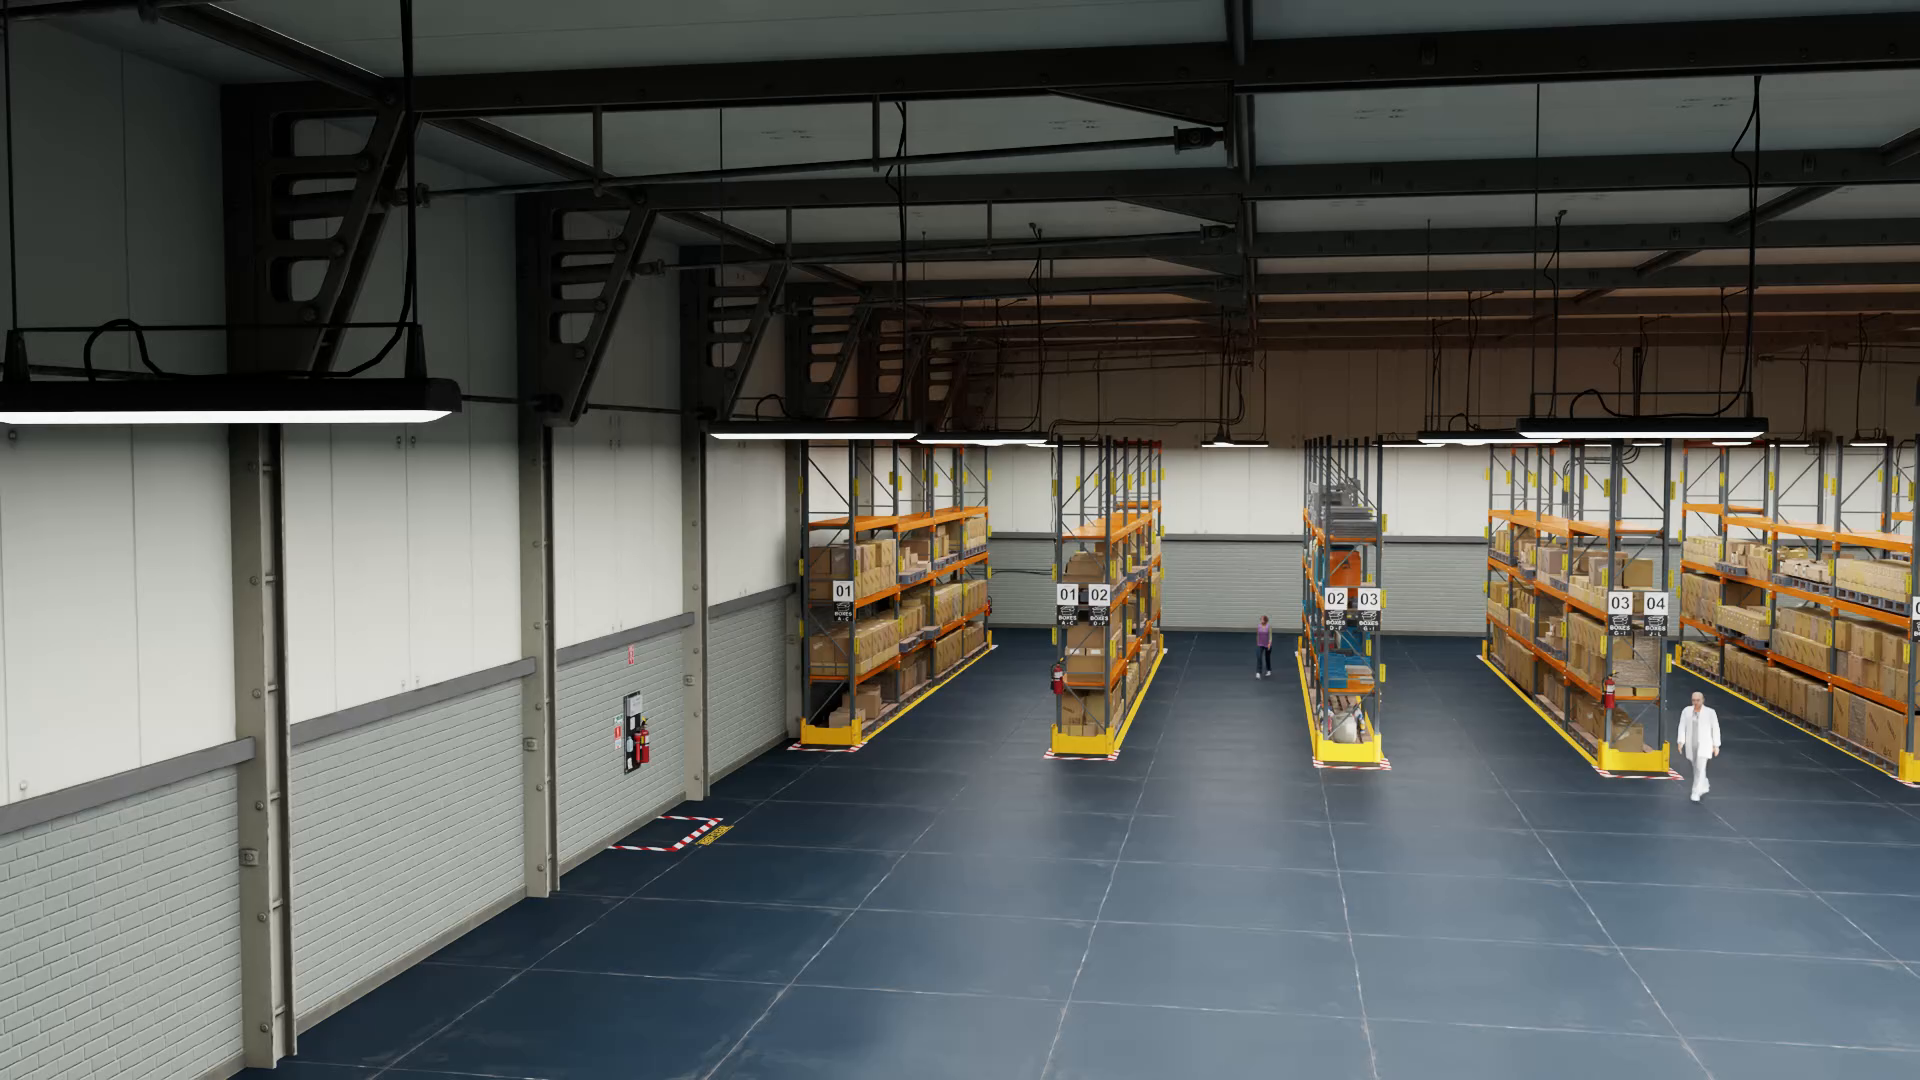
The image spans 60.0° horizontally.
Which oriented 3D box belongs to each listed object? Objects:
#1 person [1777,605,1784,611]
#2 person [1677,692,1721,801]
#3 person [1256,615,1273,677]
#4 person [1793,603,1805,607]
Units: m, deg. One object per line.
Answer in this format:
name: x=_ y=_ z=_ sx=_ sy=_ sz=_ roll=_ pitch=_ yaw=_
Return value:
person: x=20.955 y=2.548 z=42.398 sx=0.614 sy=1.775 sz=0.612 roll=1 pitch=3 yaw=12
person: x=12.058 y=3.354 z=27.218 sx=1.063 sy=1.735 sz=0.611 roll=-3 pitch=4 yaw=-40
person: x=7.645 y=2.669 z=41.820 sx=0.436 sy=1.542 sz=0.903 roll=1 pitch=3 yaw=24
person: x=22.556 y=2.490 z=44.605 sx=0.997 sy=1.589 sz=0.502 roll=1 pitch=3 yaw=25
